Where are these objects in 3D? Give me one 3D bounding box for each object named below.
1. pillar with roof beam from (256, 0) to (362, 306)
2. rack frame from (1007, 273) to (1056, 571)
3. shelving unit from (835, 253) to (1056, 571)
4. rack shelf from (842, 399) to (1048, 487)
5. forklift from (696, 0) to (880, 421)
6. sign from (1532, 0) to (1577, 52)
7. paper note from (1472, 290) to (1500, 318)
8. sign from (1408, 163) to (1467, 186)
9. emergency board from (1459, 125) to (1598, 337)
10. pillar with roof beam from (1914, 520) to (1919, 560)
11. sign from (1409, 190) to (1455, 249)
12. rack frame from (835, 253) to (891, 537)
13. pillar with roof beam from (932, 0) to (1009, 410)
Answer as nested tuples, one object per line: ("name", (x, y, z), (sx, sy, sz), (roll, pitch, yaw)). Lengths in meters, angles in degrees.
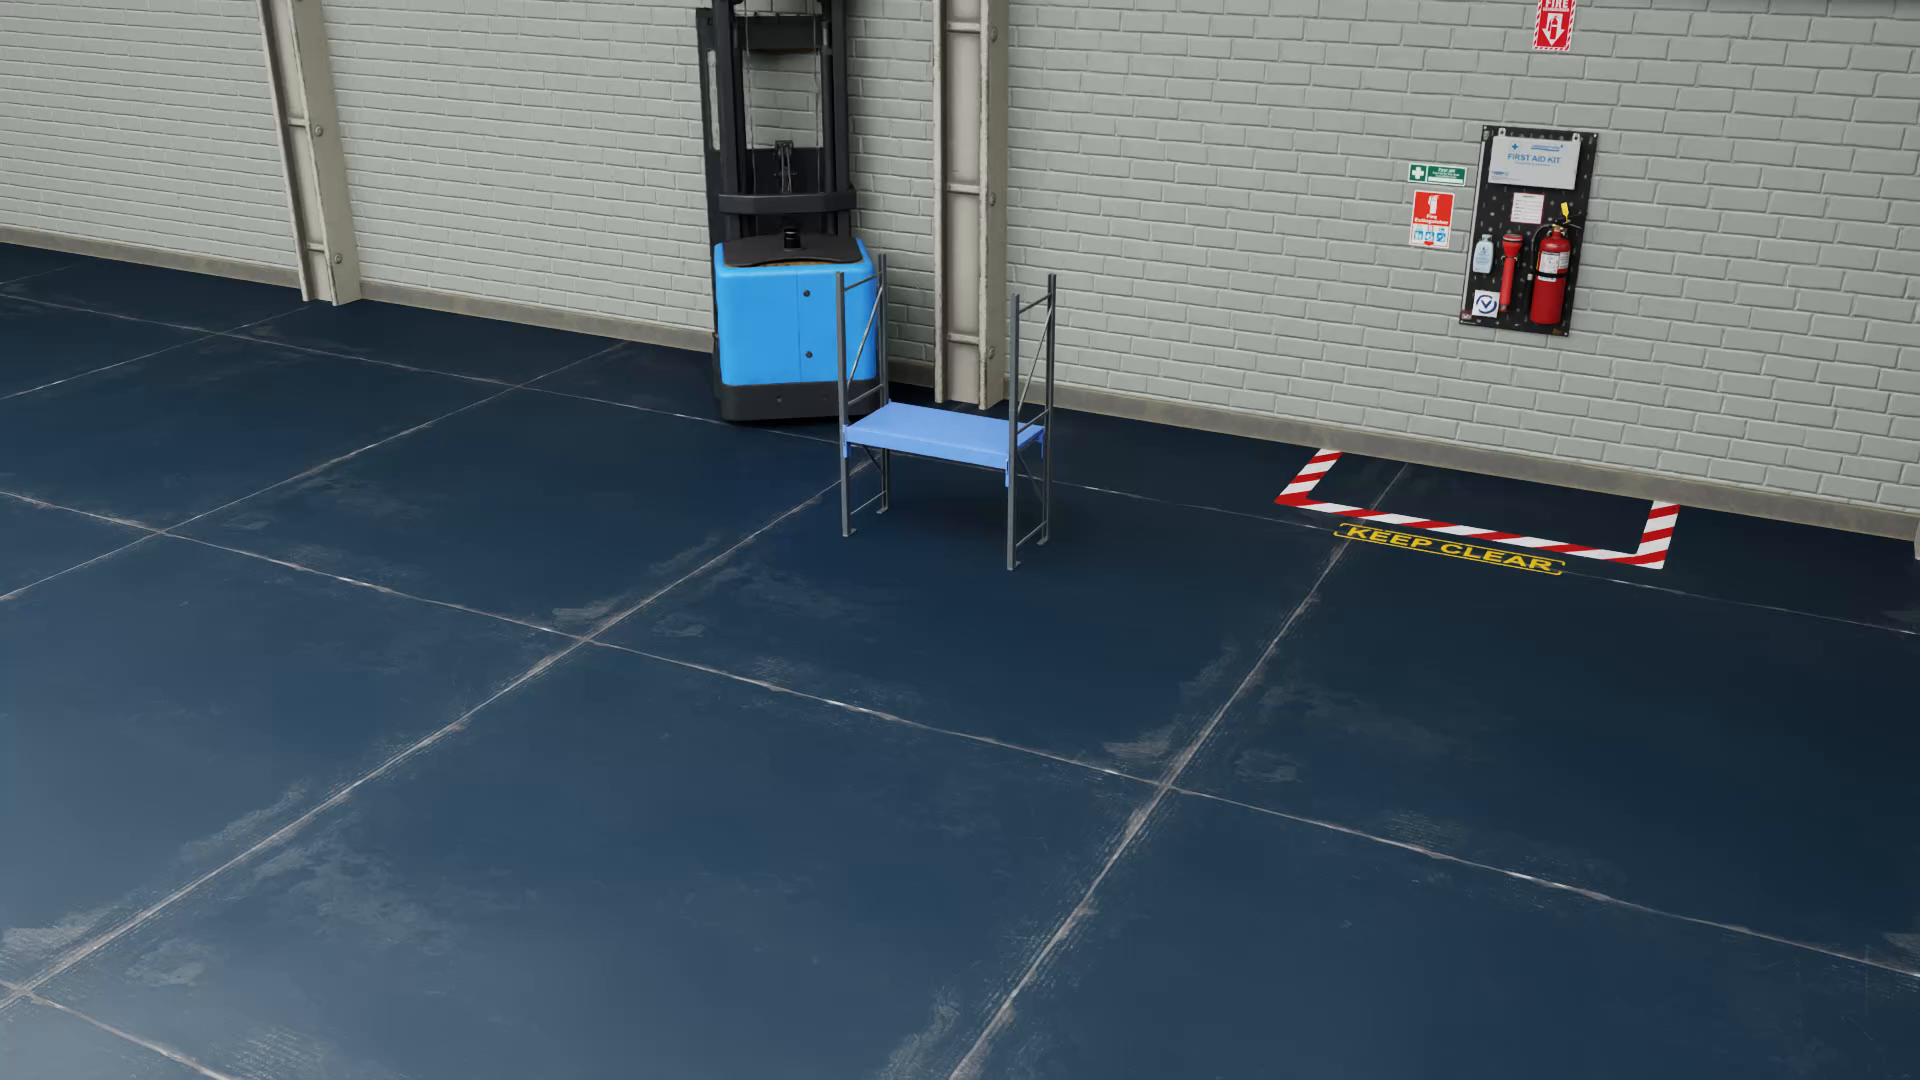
("pillar with roof beam", (-7.229, -4.672, 8.738), (0.400, 9.000, 9.100), (11, 25, 25))
("rack frame", (0.378, -0.615, 8.781), (0.032, 1.500, 0.500), (11, 25, 25))
("shelving unit", (-0.076, -0.705, 8.992), (1.048, 1.500, 0.538), (11, 25, 25))
("rack shelf", (-0.076, -0.540, 9.062), (1.000, 0.185, 0.538), (11, 25, 25))
("forklift", (-1.262, -2.674, 11.793), (1.130, 2.935, 3.031), (-3, 23, -8))
("sign", (3.272, -2.849, 9.153), (0.199, 0.298, 0.001), (11, 25, 25))
("paper note", (3.108, -1.396, 9.825), (0.142, 0.148, 0.016), (11, 25, 25))
("sign", (2.788, -2.136, 9.716), (0.331, 0.109, 0.001), (11, 25, 25))
("emergency board", (3.234, -1.746, 9.522), (0.643, 1.169, 0.194), (11, 25, 25))
("pillar with roof beam", (3.480, -2.553, 3.755), (0.400, 9.000, 9.100), (11, 25, 25))
("sign", (2.787, -1.896, 9.829), (0.234, 0.329, 0.001), (11, 25, 25))
("rack frame", (-0.530, -0.795, 9.203), (0.032, 1.500, 0.500), (11, 25, 25))
("pillar with roof beam", (-1.874, -3.613, 6.246), (0.400, 9.000, 9.100), (11, 25, 25))
